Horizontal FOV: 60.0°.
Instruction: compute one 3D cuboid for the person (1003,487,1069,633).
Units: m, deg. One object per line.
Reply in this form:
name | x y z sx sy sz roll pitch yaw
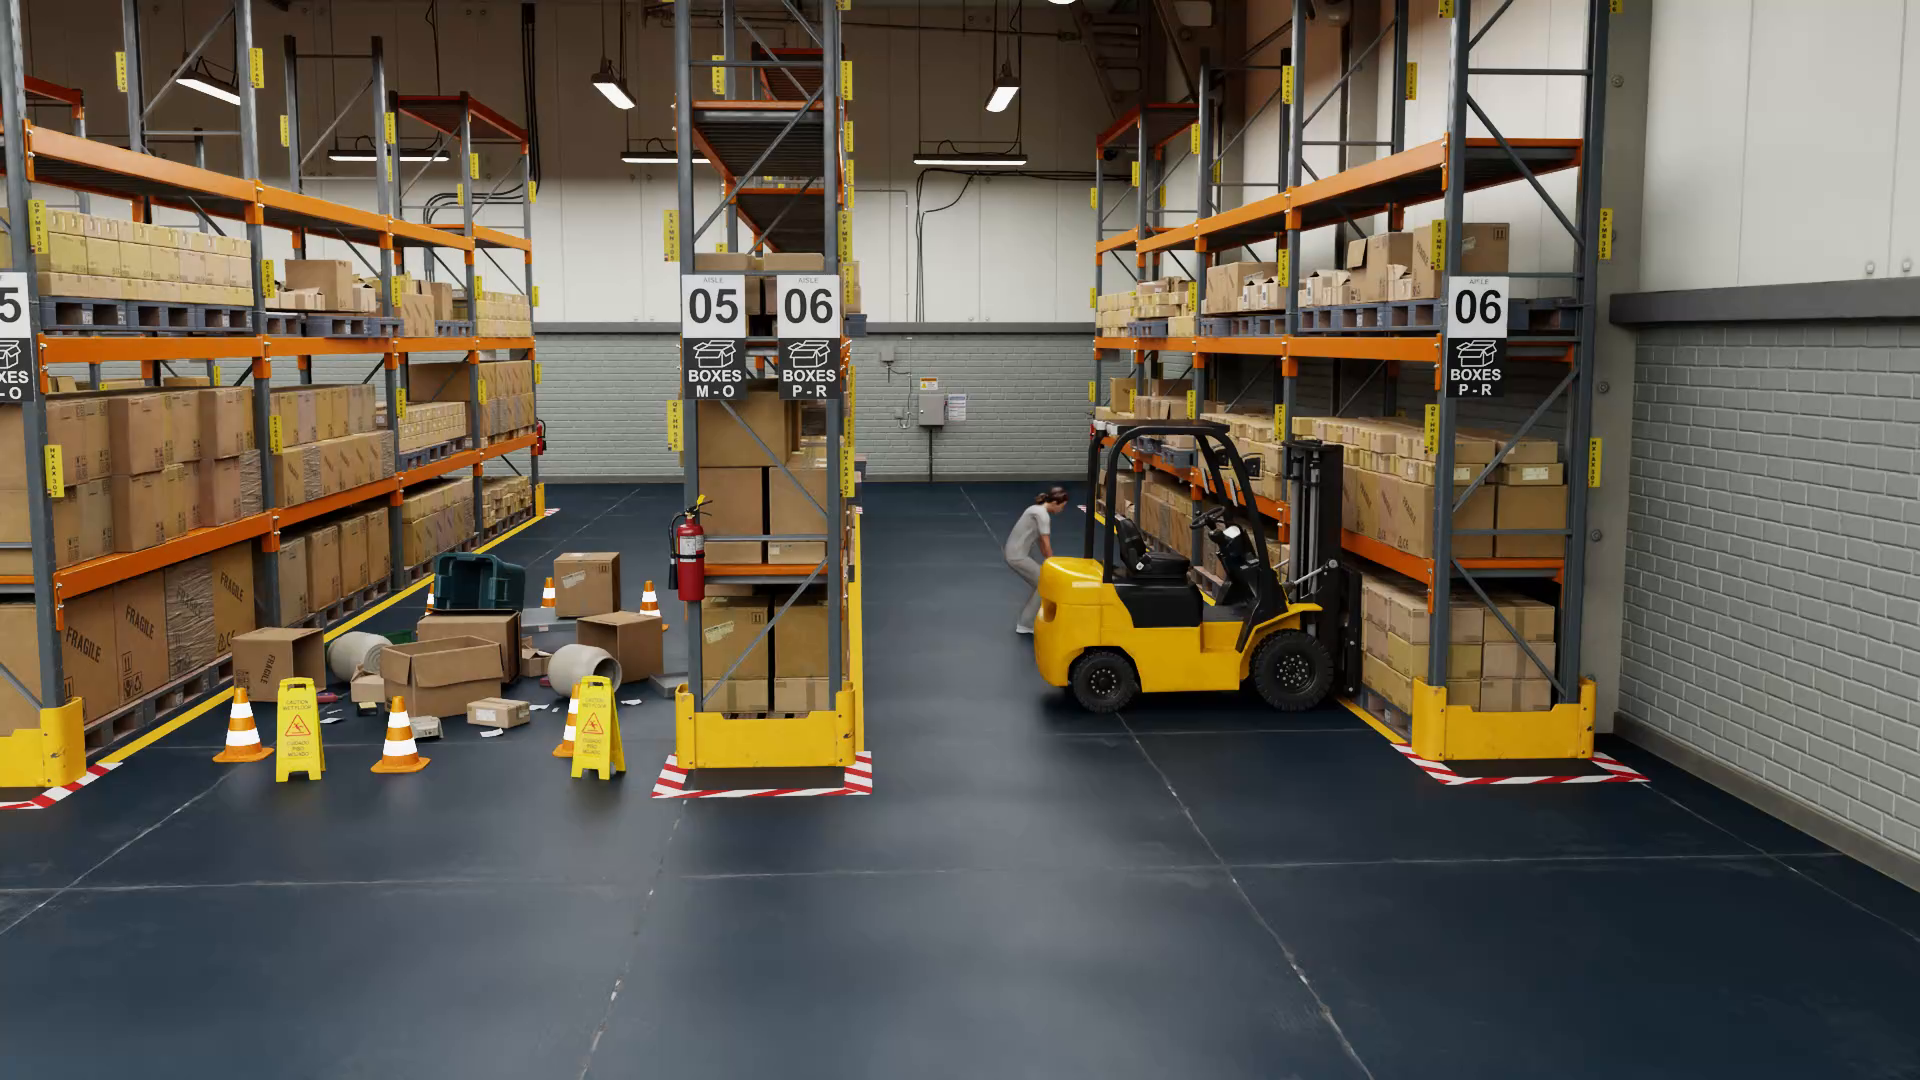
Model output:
person | 0.725 0.184 15.952 0.634 1.391 0.491 0 7 -3
